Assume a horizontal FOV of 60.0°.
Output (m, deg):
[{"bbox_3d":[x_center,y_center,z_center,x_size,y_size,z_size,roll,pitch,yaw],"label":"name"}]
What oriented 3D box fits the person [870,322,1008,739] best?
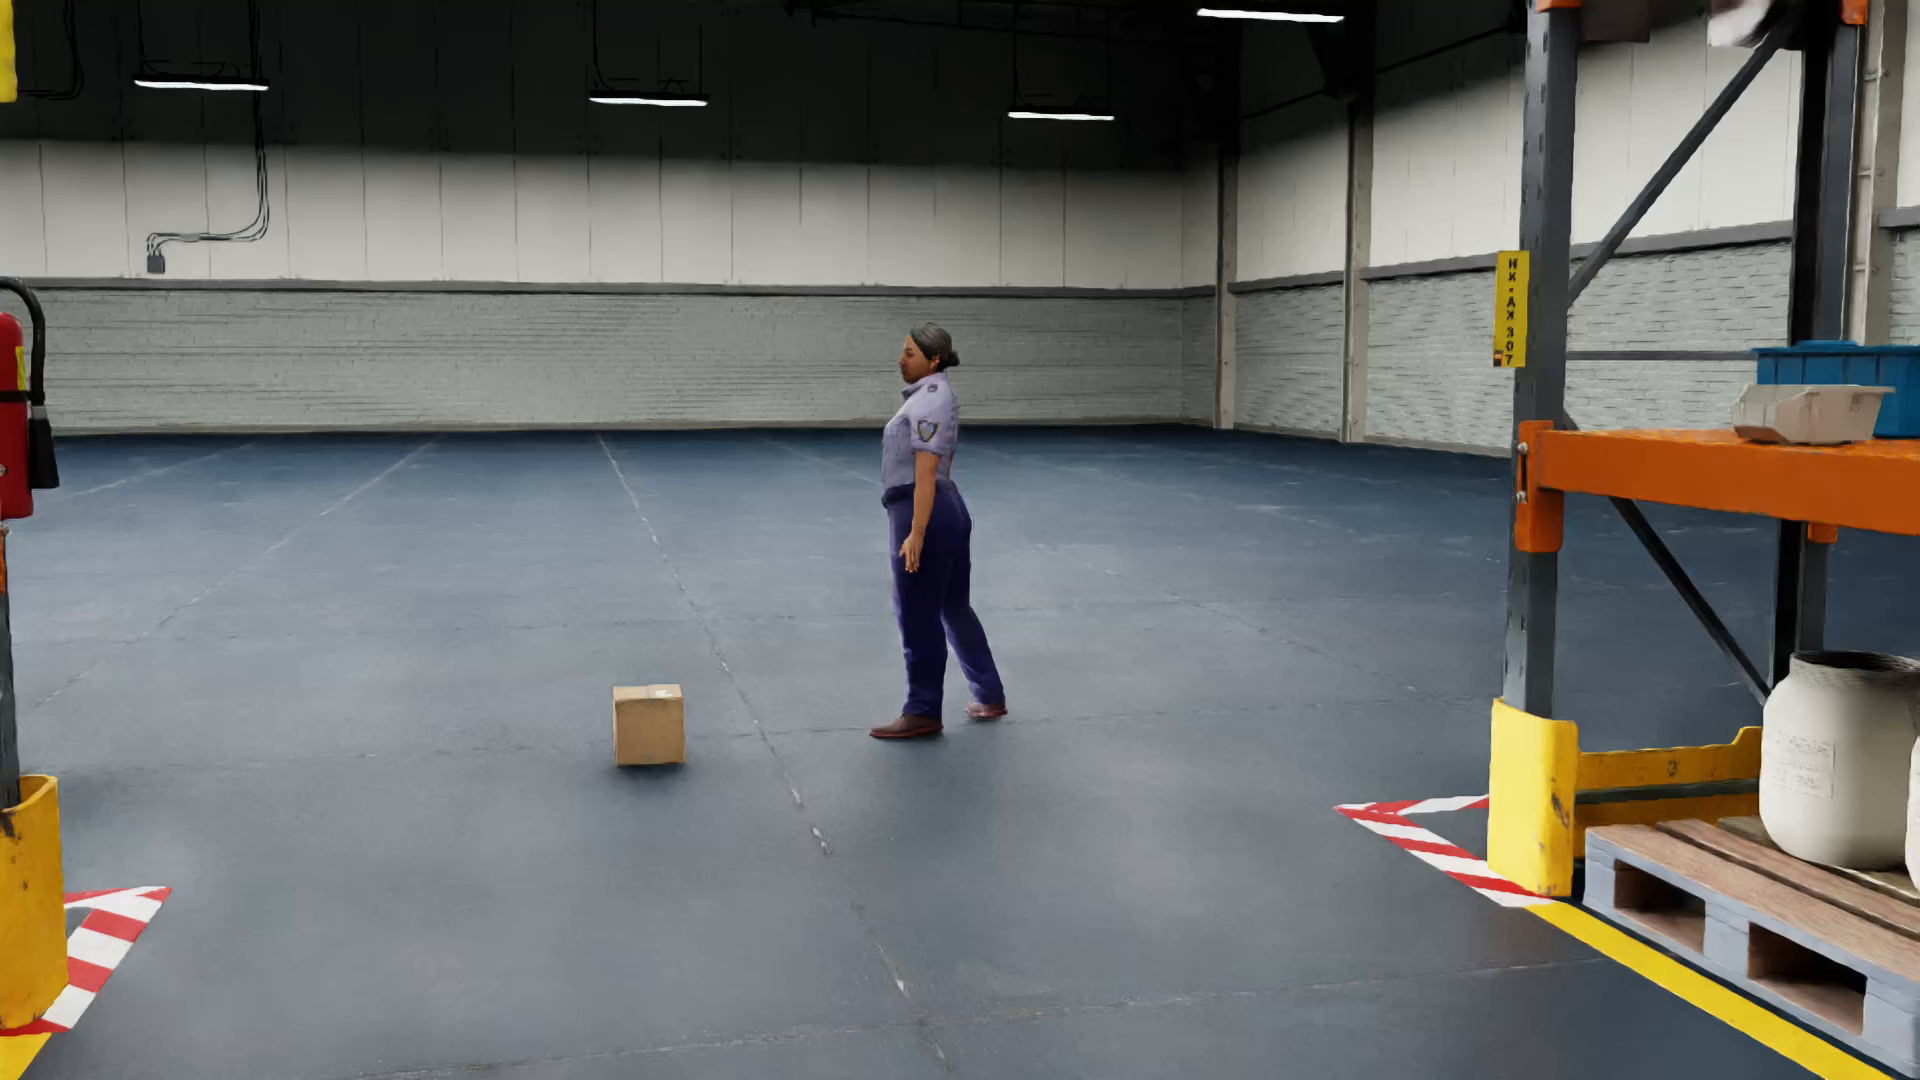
[{"bbox_3d":[-0.079,-0.041,6.666,0.521,1.648,0.667,1,6,9],"label":"person"}]
